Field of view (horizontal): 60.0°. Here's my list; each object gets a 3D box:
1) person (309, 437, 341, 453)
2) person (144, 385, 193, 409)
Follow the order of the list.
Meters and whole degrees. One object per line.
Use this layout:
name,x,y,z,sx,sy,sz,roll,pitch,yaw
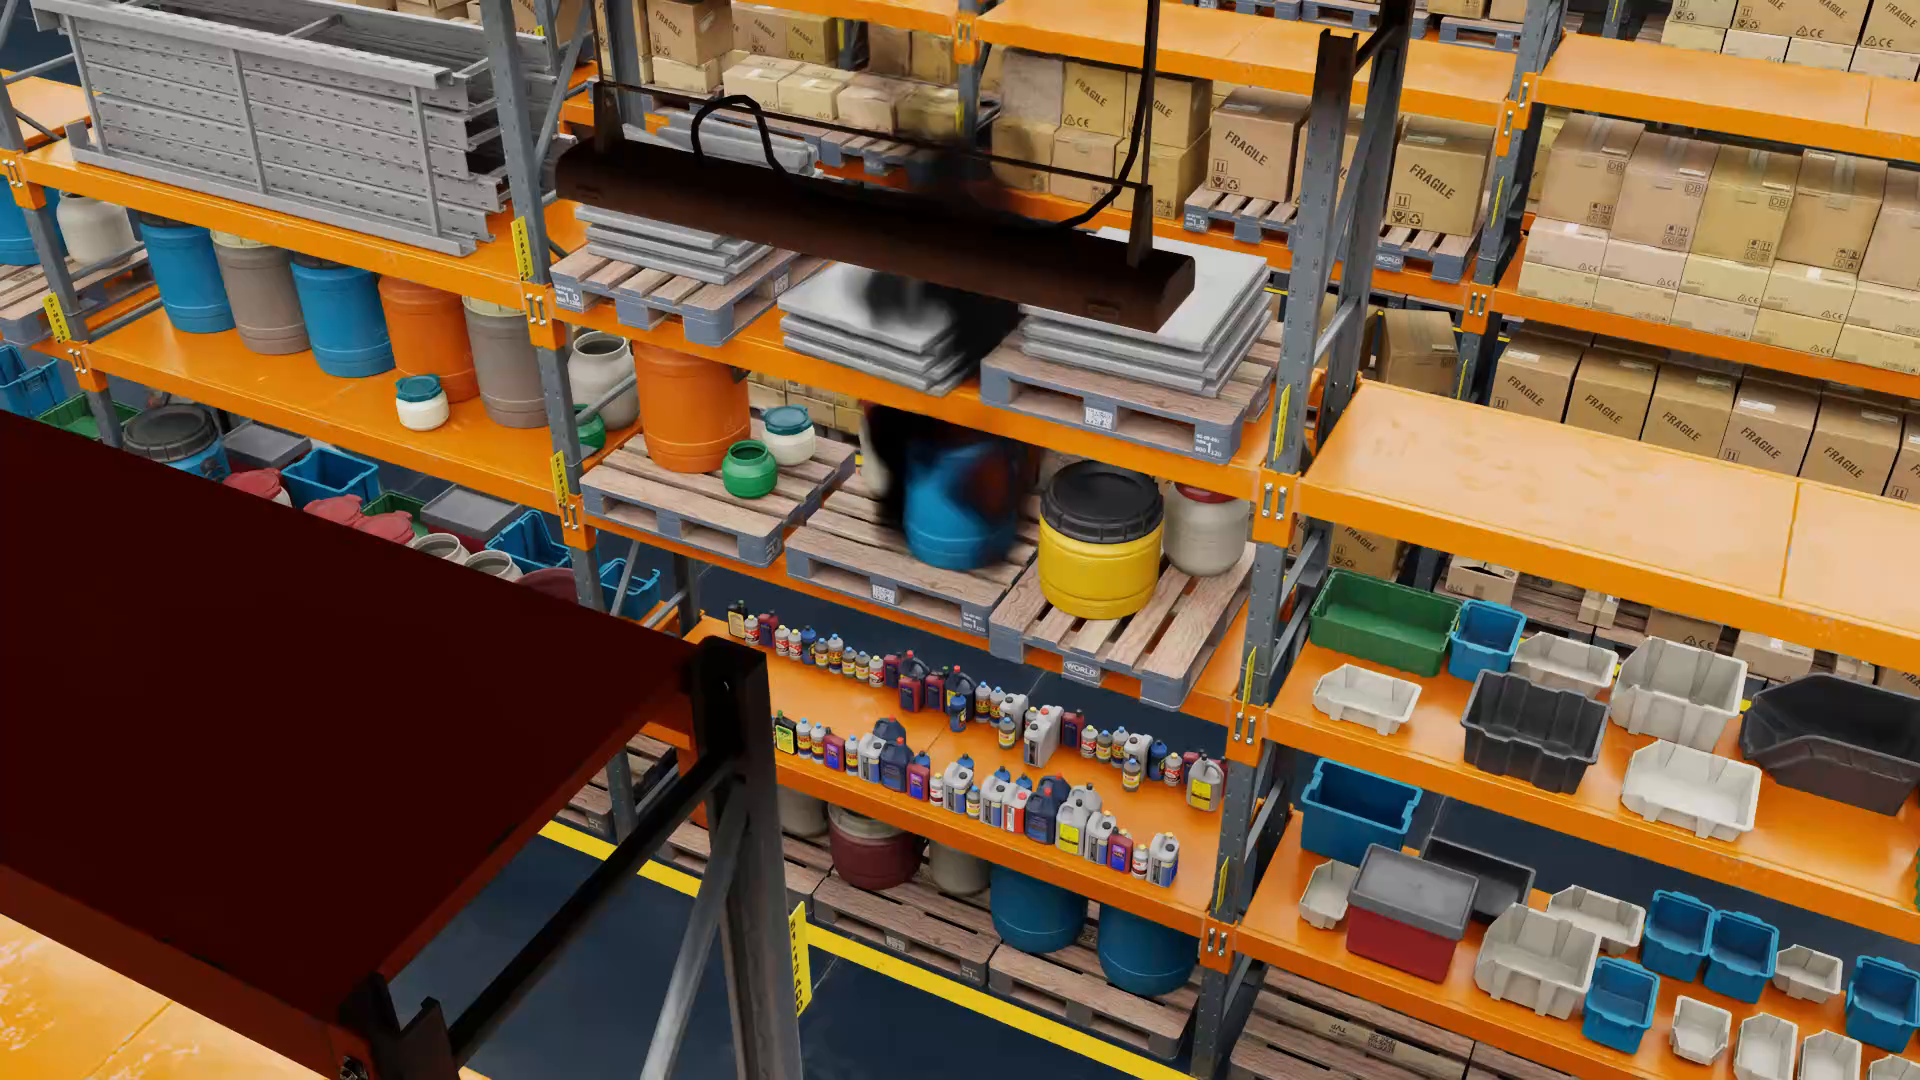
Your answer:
person,-5.641,-1.121,13.956,0.911,1.785,0.644,9,36,13
person,-6.658,-1.145,14.090,0.877,1.592,0.538,10,36,14
